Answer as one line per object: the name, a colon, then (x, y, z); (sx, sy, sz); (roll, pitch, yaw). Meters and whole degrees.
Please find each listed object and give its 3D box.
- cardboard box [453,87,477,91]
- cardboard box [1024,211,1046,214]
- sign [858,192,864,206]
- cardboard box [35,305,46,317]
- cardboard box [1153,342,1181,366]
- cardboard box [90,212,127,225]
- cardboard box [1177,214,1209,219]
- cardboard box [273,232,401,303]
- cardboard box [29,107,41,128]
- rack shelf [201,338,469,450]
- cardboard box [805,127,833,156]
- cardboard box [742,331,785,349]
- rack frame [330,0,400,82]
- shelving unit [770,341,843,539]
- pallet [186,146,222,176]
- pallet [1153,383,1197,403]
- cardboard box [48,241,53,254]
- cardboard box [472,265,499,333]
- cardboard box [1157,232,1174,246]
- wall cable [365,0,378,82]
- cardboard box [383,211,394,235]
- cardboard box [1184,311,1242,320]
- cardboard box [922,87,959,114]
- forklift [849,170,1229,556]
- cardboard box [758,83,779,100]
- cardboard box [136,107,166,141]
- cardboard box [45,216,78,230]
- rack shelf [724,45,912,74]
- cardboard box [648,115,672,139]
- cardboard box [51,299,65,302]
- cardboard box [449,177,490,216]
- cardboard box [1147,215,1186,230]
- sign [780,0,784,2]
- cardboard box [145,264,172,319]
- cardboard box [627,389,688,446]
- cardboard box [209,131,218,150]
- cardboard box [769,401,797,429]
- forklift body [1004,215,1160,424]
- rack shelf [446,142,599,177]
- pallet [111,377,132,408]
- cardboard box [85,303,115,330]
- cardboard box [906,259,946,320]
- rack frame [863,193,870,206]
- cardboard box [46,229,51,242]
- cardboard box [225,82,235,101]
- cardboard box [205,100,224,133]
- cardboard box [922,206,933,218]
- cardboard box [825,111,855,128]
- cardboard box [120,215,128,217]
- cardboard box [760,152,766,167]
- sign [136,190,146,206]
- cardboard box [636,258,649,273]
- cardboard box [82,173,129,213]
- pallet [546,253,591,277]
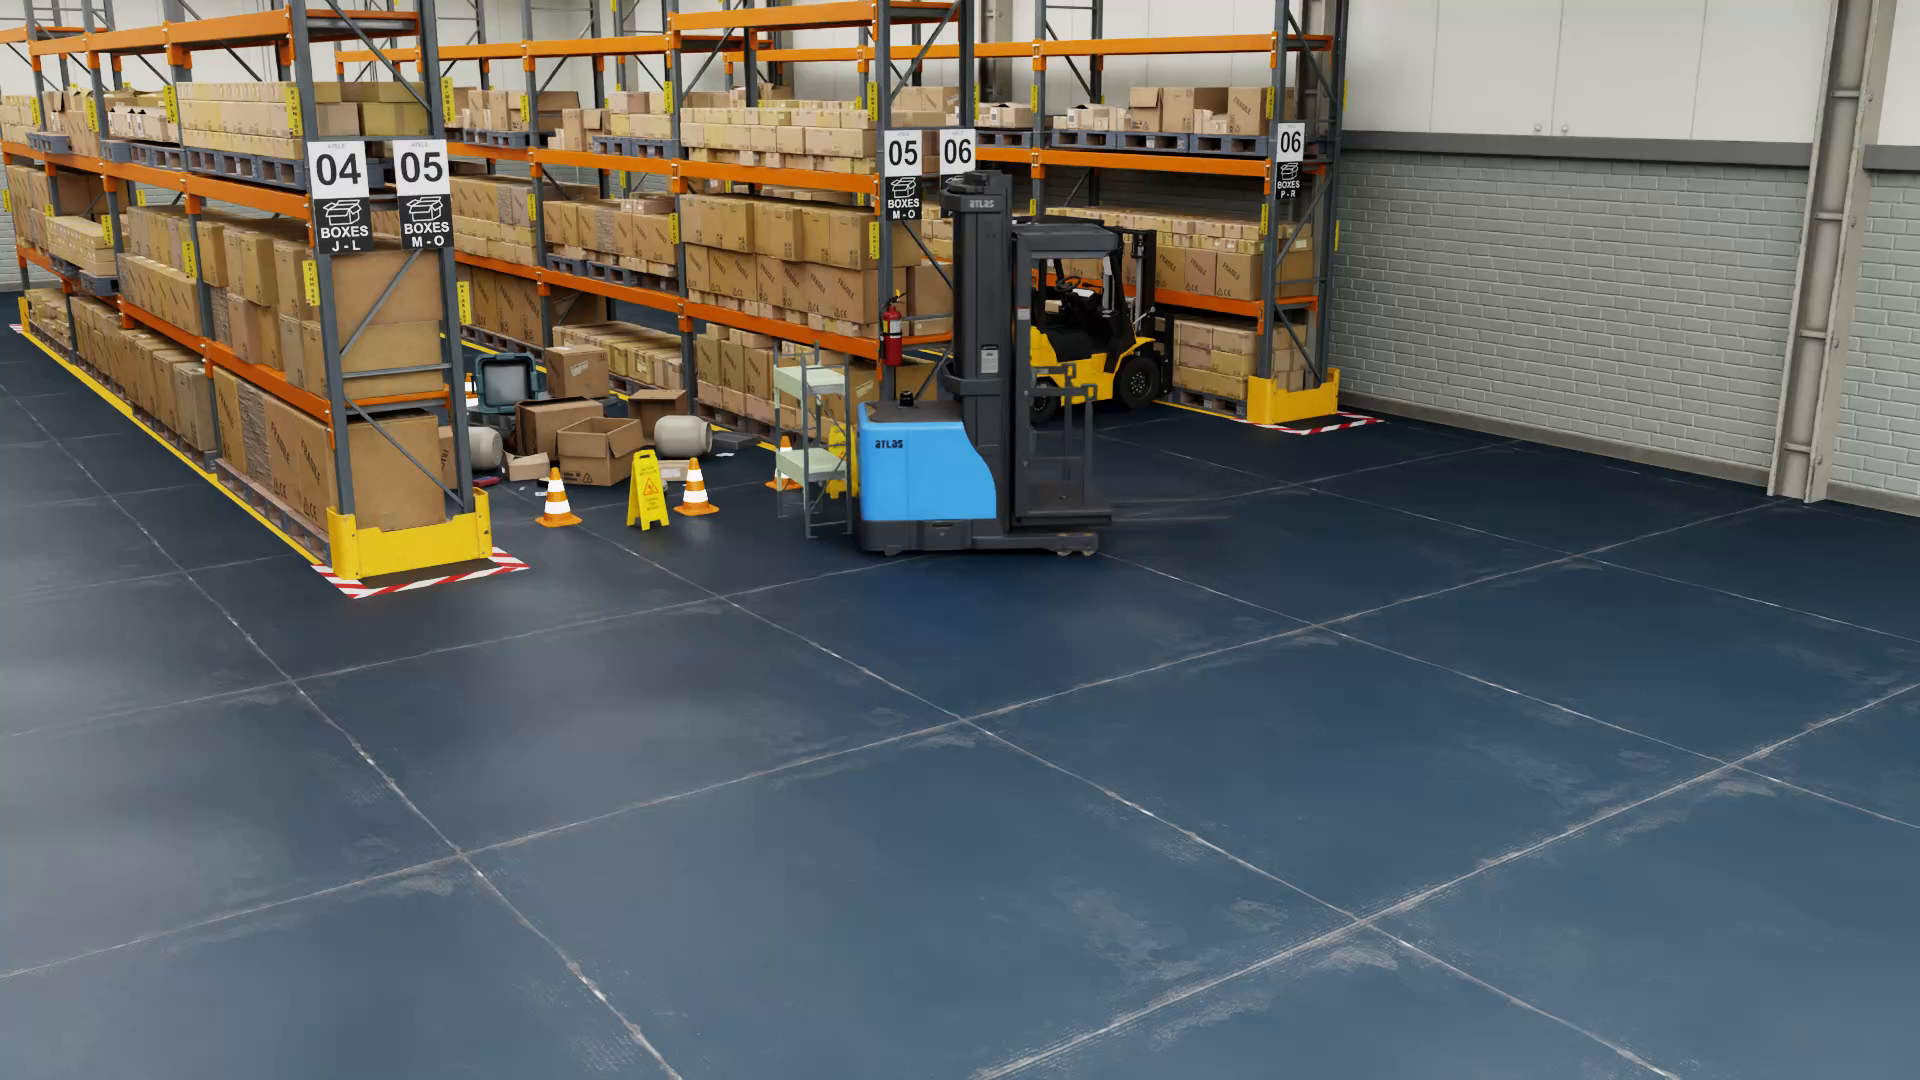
cardboard box: (-7.540, -6.528, 24.887); (0.500, 0.500, 0.500); (-10, 18, -34)
cardboard box: (1.058, -4.275, 22.095); (0.380, 0.149, 0.250); (-11, 19, -35)
sign: (-1.433, -4.975, 24.027); (0.100, 0.325, 0.005); (-11, 19, -35)
cardboard box: (-13.166, -3.330, 24.101); (0.380, 0.149, 0.250); (-10, 18, -33)
cardboard box: (2.559, -2.221, 19.475); (0.500, 0.250, 0.500); (-11, 19, -36)
cardboard box: (-11.396, -4.170, 22.378); (0.500, 0.500, 0.500); (-11, 19, -36)
cardboard box: (2.794, -3.777, 19.711); (0.380, 0.149, 0.250); (-11, 19, -34)
cardboard box: (-5.057, -2.194, 13.579); (0.875, 0.550, 0.550); (-11, 19, -35)
cardboard box: (-11.786, -5.508, 21.675); (0.500, 0.250, 0.500); (-12, 19, -37)
rack shelf: (-5.429, -1.351, 14.194); (1.077, 0.370, 4.000); (-11, 19, -35)
cardboard box: (-1.111, -3.756, 15.657); (0.500, 0.250, 0.500); (-11, 19, -35)
cardboard box: (-2.042, -2.096, 17.315); (0.380, 0.149, 0.250); (-10, 18, -31)
rack frame: (-9.716, -8.371, 27.116); (1.000, 3.000, 0.127); (-11, 19, -35)
shelving unit: (-1.277, -0.846, 13.825); (0.431, 1.500, 0.755); (-5, 16, -17)
pallet: (-6.132, -3.353, 14.631); (1.003, 0.211, 1.213); (-11, 19, -35)
pallet: (2.508, -1.905, 20.135); (1.003, 0.211, 1.213); (-11, 19, -35)
cardboard box: (-11.449, -3.760, 21.311); (0.380, 0.149, 0.250); (-12, 19, -37)
cardboard box: (-6.397, -3.490, 23.874); (0.875, 0.875, 0.875); (-10, 18, -33)
cardboard box: (2.500, -3.494, 19.243); (0.380, 0.149, 0.250); (-11, 19, -34)
wall cable: (-10.403, -10.101, 33.364); (2.988, 3.039, 0.133); (-11, 19, -35)
cardboard box: (-8.753, -5.059, 26.190); (0.500, 0.500, 0.500); (-10, 18, -33)
cardboard box: (2.993, -2.538, 19.685); (0.500, 0.250, 0.500); (-11, 19, -35)
cardboard box: (-0.172, -5.877, 22.509); (0.500, 0.500, 0.500); (-10, 18, -33)
forklift: (0.627, -1.430, 13.247); (3.031, 2.935, 1.130); (-1, 15, -5)
cardboard box: (-3.116, -7.260, 26.880); (0.396, 0.266, 0.258); (-11, 19, -35)
cardboard box: (-7.813, -4.120, 16.450); (0.500, 0.311, 0.500); (-12, 19, -37)
cardboard box: (-11.449, -4.047, 21.232); (0.380, 0.149, 0.250); (-10, 18, -32)
rack shelf: (-2.175, -7.321, 25.401); (1.077, 0.370, 4.000); (-11, 19, -35)
cardboard box: (-3.121, -4.595, 18.488); (0.500, 0.250, 0.500); (-11, 19, -36)
cardboard box: (-12.612, -3.321, 23.505); (0.380, 0.149, 0.250); (-11, 19, -34)
cardboard box: (-7.016, -4.911, 23.754); (0.500, 0.500, 0.500); (-11, 19, -35)
cardboard box: (2.417, -3.707, 19.458); (0.380, 0.149, 0.250); (-11, 19, -34)
sign: (-2.906, -8.903, 26.988); (0.100, 0.325, 0.005); (-11, 19, -35)
cardboard box: (-8.022, -2.567, 17.085); (0.500, 0.500, 0.500); (-11, 19, -35)
cardboard box: (-3.131, -1.271, 17.268); (0.500, 0.500, 0.500); (1, 15, 4)
cardboard box: (-6.066, -3.354, 13.959); (0.380, 0.149, 0.250); (-11, 19, -35)
cardboard box: (-1.612, -1.291, 17.024); (0.500, 0.250, 0.500); (-12, 19, -37)
forklift body: (1.114, -2.545, 18.800); (2.313, 2.155, 1.214); (-11, 19, -35)
rack shelf: (-6.188, -5.296, 22.926); (1.077, 0.370, 4.000); (-11, 19, -35)
pallet: (-9.415, -1.802, 19.759); (1.003, 0.211, 1.213); (-11, 19, -35)
cardboard box: (-10.476, -2.771, 20.536); (0.500, 0.250, 0.500); (-10, 18, -32)
cardboard box: (-0.362, -2.397, 15.899); (0.500, 0.500, 0.500); (-11, 19, -35)
rack frame: (-0.999, -4.541, 24.484); (1.000, 3.000, 0.127); (-11, 19, -35)
cardboard box: (-11.449, -3.903, 21.271); (0.380, 0.149, 0.250); (-11, 18, -34)
cardboard box: (-5.622, -3.577, 13.262); (0.380, 0.149, 0.250); (-11, 19, -34)
cardboard box: (-5.949, -3.531, 13.849); (0.500, 0.250, 0.500); (-11, 19, -35)
cardboard box: (-0.384, -4.577, 23.200); (0.380, 0.149, 0.250); (-11, 19, -34)
cardboard box: (-1.031, -3.910, 15.465); (0.380, 0.149, 0.250); (-11, 19, -35)
cardboard box: (-10.756, -4.089, 21.389); (0.380, 0.149, 0.250); (-12, 19, -36)
cardboard box: (-1.768, -3.806, 16.595); (0.380, 0.149, 0.250); (-11, 19, -34)
sign: (-10.862, -4.479, 22.066); (0.100, 0.325, 0.005); (-11, 19, -35)
cardboard box: (-3.507, -3.172, 19.165); (0.380, 0.149, 0.250); (-11, 19, -35)
cardboard box: (-11.377, -4.642, 22.207); (0.500, 0.500, 0.500); (-10, 18, -33)
pallet: (-4.507, -3.541, 21.196); (1.213, 0.211, 1.003); (-11, 19, -35)
